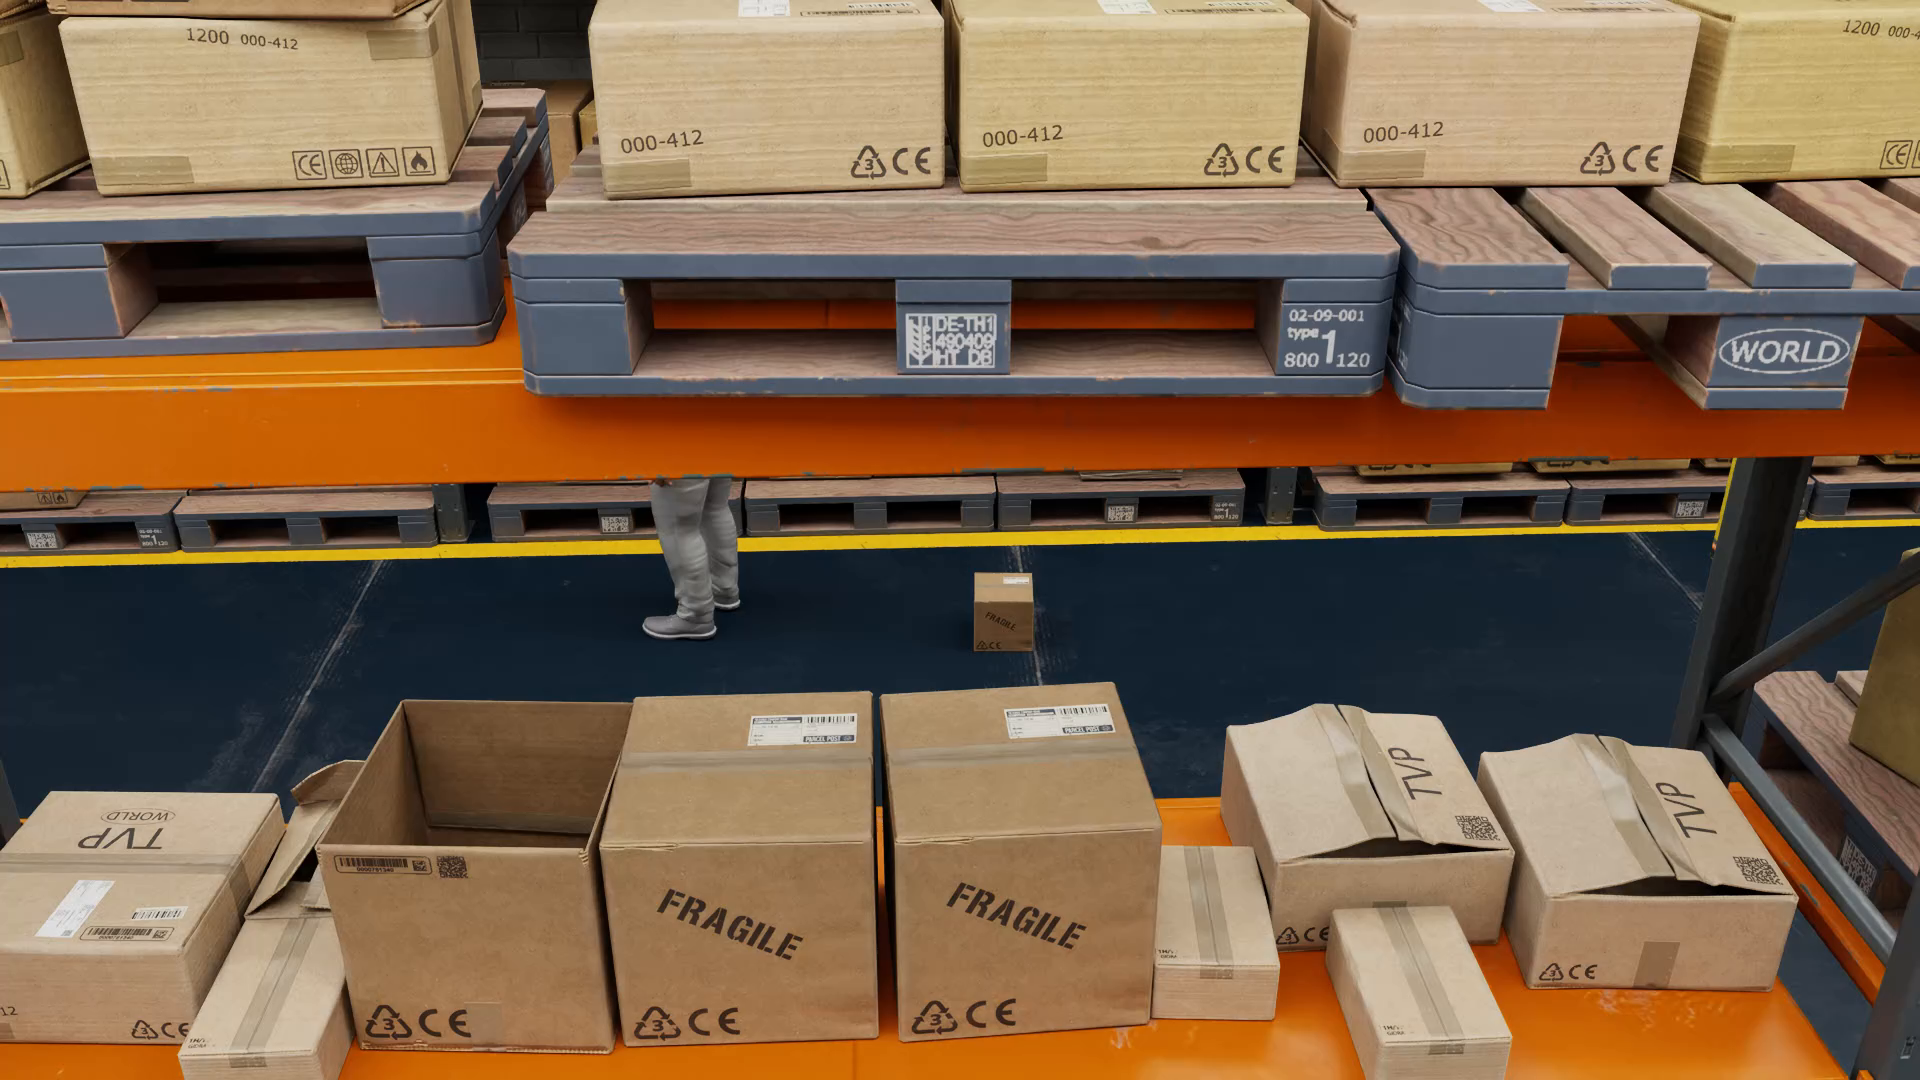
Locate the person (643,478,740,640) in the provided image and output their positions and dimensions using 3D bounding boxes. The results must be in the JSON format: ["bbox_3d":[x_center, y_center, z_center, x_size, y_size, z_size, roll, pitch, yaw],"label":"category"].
[{"bbox_3d":[-1.143,-0.430,6.925,0.408,1.770,0.521,9,29,16],"label":"person"}]
